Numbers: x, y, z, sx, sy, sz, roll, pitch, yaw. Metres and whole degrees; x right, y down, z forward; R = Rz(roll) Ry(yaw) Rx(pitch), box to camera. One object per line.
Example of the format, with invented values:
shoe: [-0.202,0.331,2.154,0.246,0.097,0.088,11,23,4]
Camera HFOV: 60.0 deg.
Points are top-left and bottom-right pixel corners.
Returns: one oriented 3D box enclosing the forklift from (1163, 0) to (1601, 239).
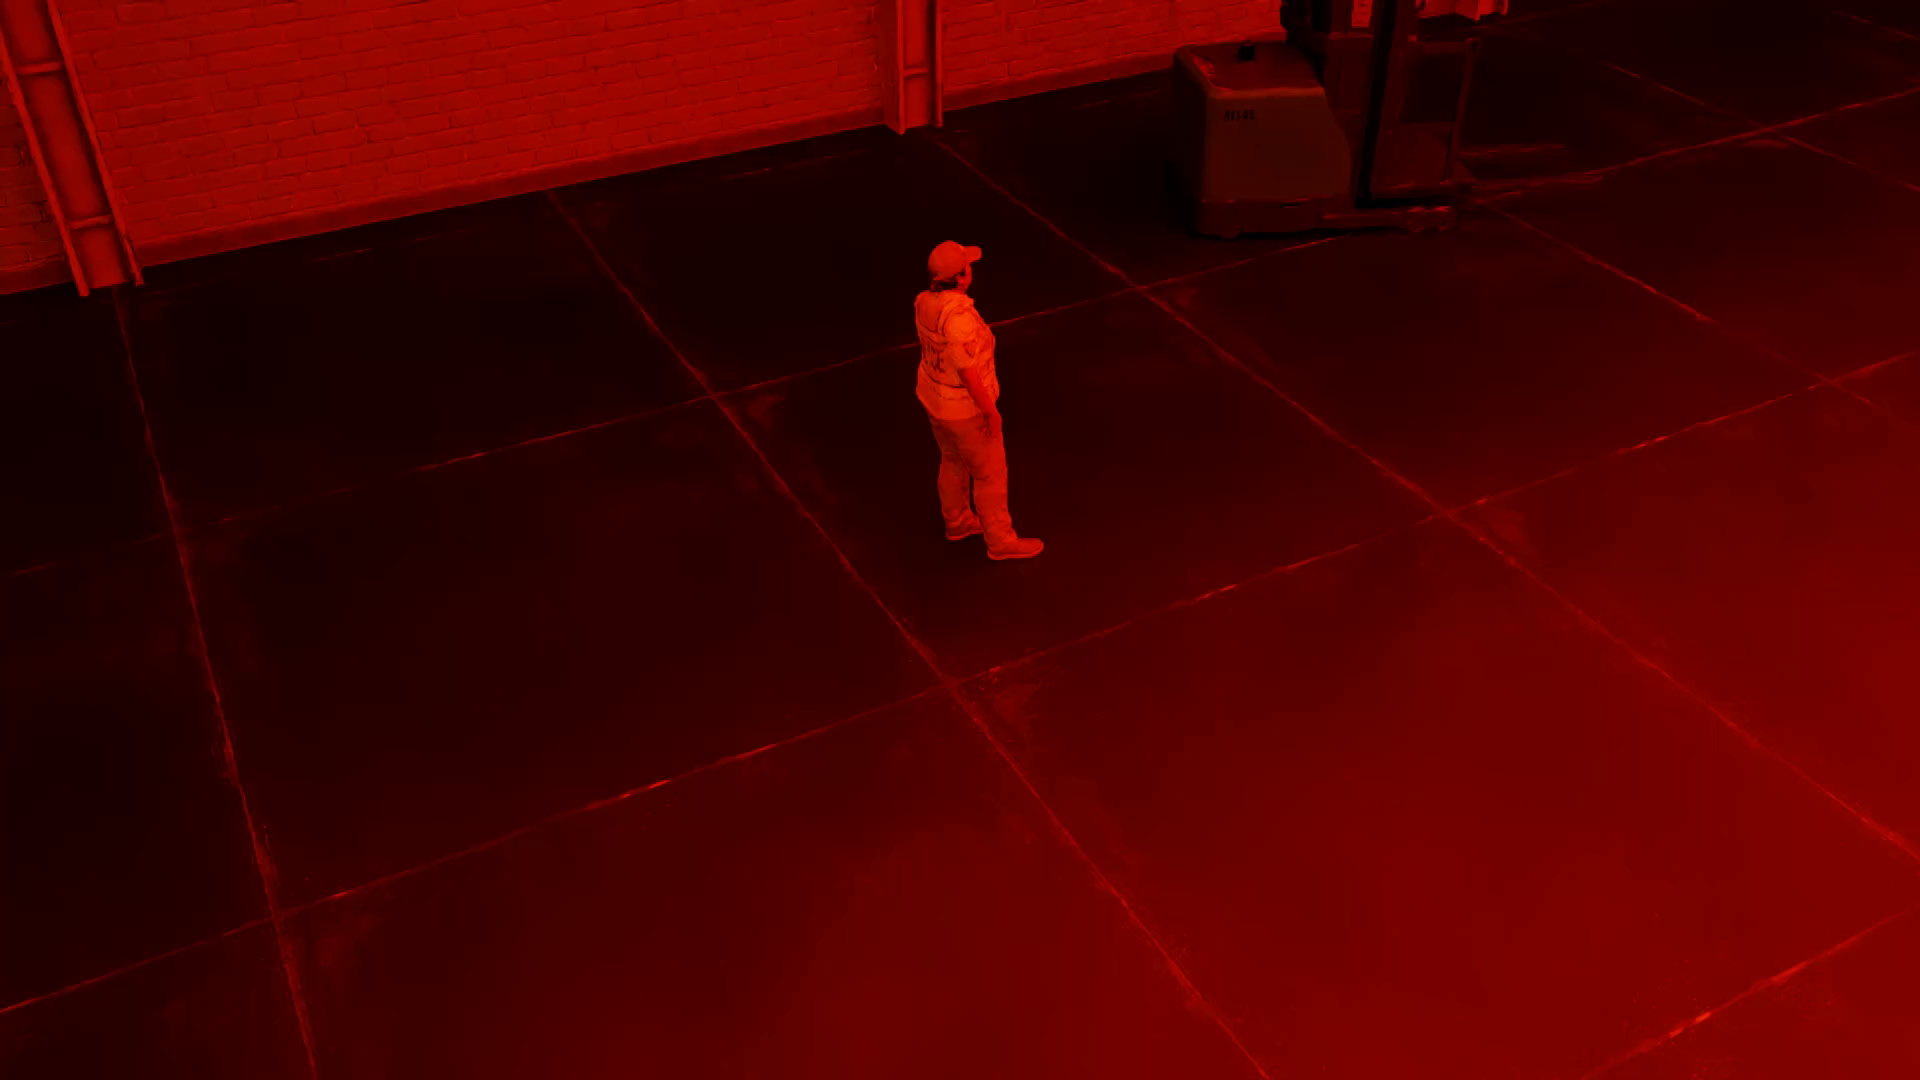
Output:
forklift: [3.062,-3.674,11.320,3.031,2.935,1.130,-5,36,-7]

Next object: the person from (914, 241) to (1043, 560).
person: [0.078,-0.696,8.190,0.529,1.669,0.598,-17,39,-23]
